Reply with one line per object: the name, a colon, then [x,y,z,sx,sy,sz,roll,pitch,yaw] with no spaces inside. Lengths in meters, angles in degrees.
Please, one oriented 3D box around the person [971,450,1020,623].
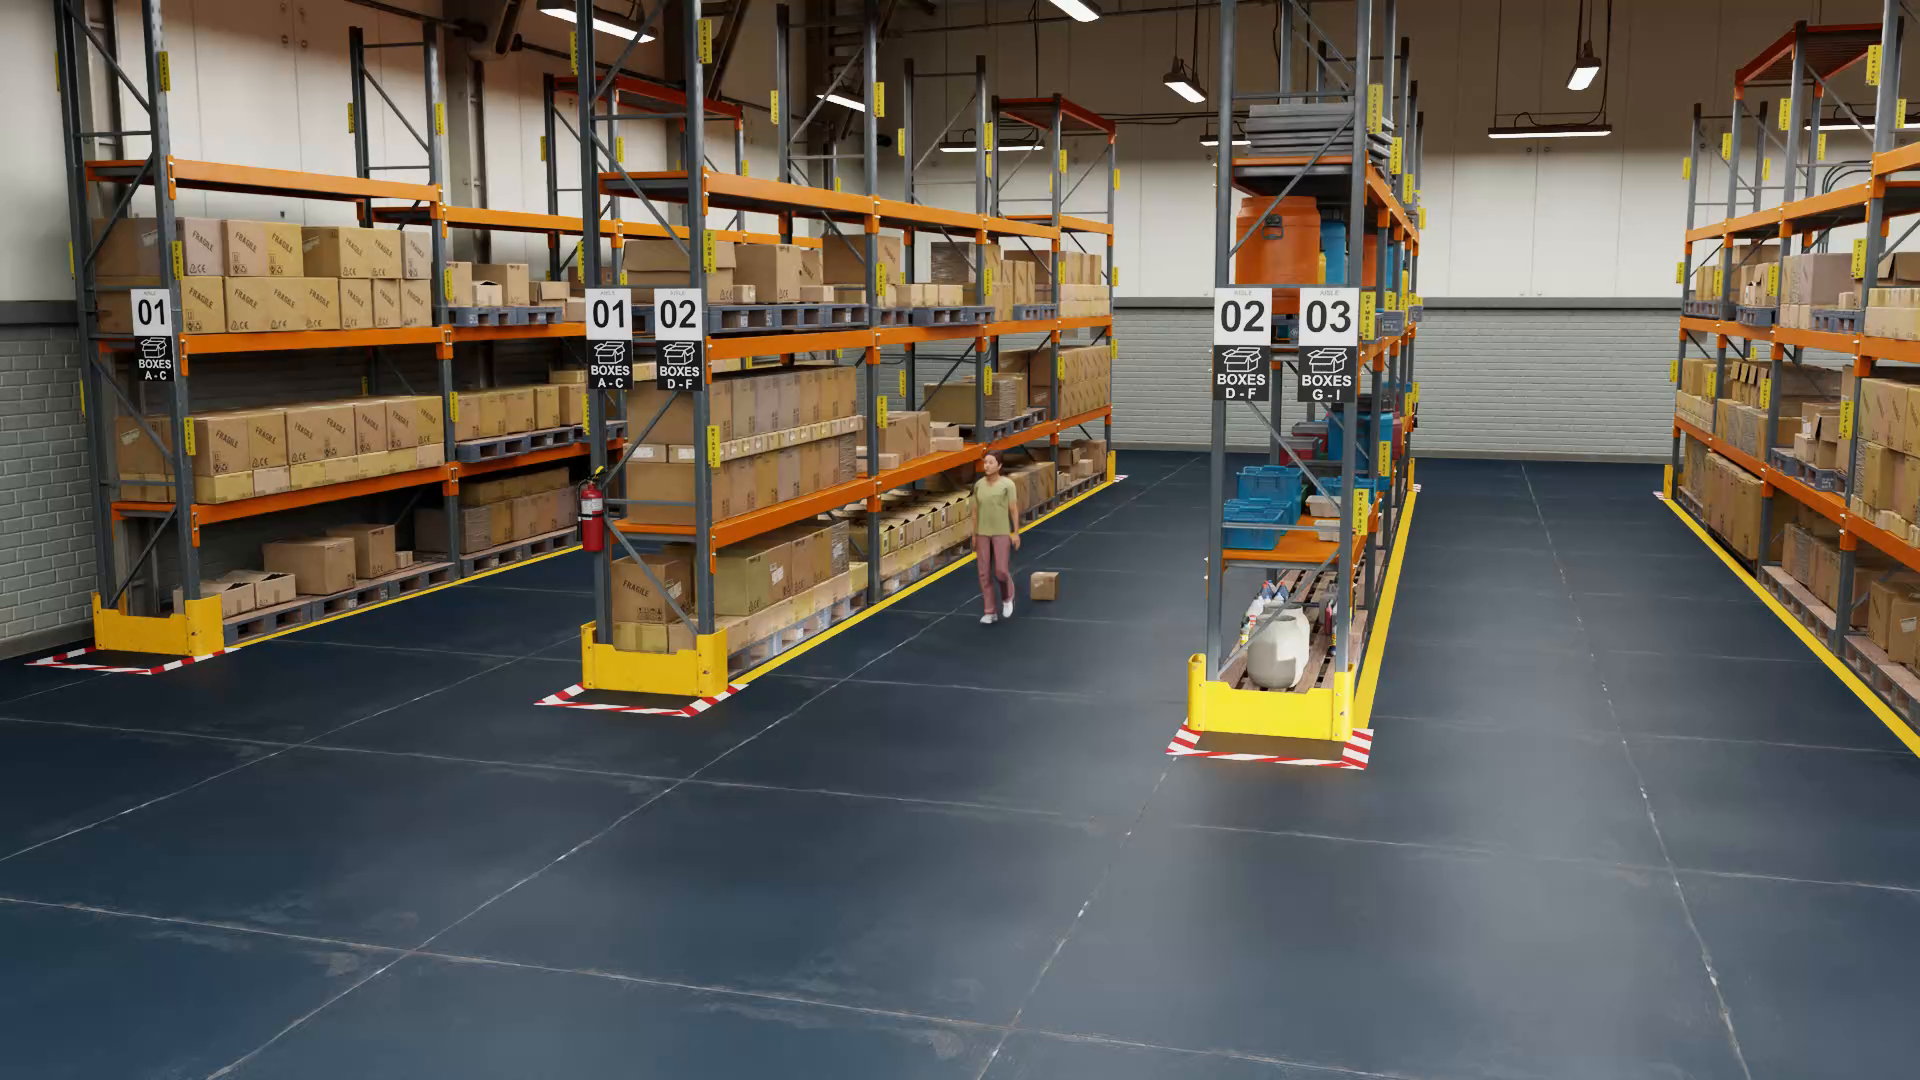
person: [0.334,-0.040,15.932,0.479,1.660,0.501,3,9,21]
